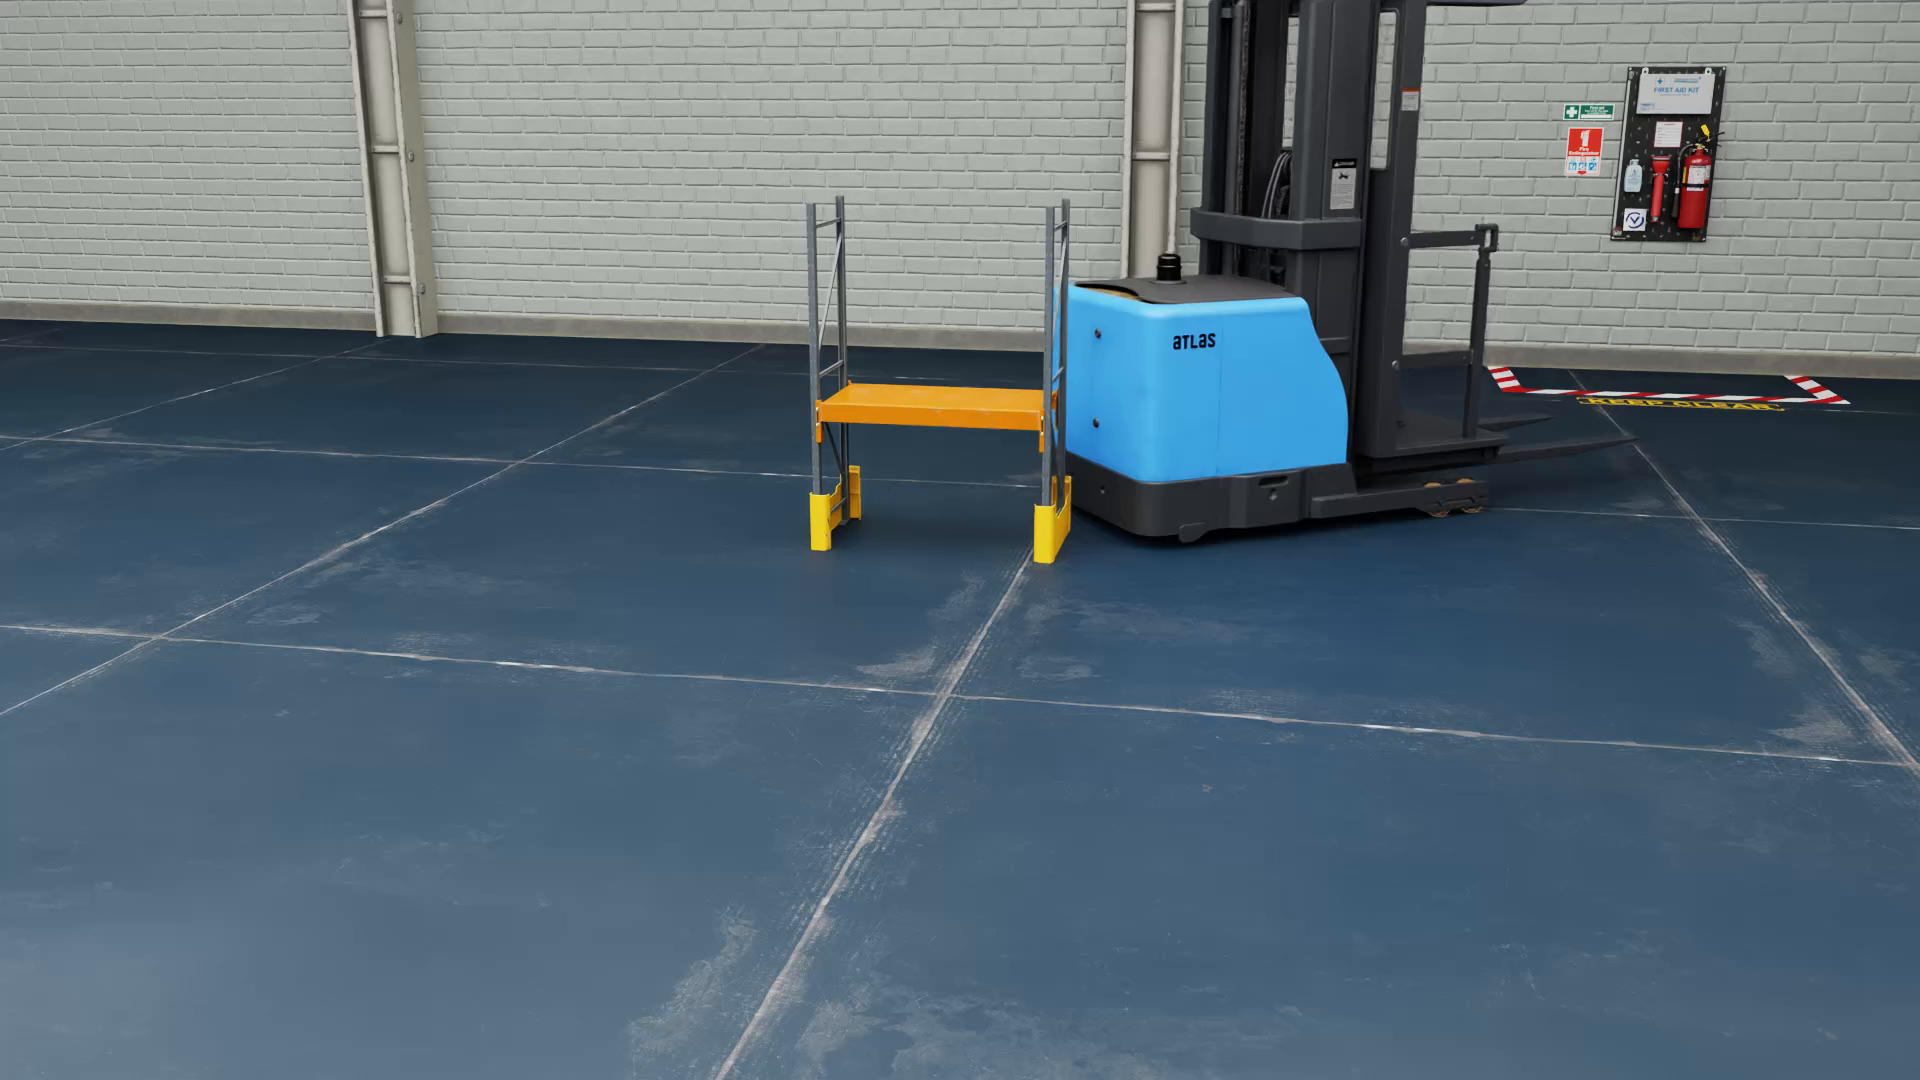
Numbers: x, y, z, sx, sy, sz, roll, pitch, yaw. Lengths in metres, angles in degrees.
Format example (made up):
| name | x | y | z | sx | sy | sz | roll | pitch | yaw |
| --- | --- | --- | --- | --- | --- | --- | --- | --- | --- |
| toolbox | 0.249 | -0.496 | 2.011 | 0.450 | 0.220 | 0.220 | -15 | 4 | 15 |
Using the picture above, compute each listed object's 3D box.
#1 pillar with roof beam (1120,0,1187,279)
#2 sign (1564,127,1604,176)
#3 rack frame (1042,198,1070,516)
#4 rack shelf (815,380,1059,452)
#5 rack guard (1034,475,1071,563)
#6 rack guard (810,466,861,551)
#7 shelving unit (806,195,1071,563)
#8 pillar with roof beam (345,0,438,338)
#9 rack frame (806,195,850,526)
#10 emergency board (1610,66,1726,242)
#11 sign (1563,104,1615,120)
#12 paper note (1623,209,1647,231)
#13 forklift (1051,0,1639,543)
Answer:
| name | x | y | z | sx | sy | sz | roll | pitch | yaw |
| --- | --- | --- | --- | --- | --- | --- | --- | --- | --- |
| pillar with roof beam | 0.531 | -4.567 | 7.123 | 0.400 | 9.000 | 9.100 | 3 | 16 | 11 |
| sign | 4.333 | -2.698 | 11.547 | 0.234 | 0.329 | 0.001 | 3 | 16 | 11 |
| rack frame | 0.415 | -0.700 | 7.211 | 0.032 | 1.500 | 0.500 | 3 | 16 | 11 |
| rack shelf | -0.084 | -0.554 | 7.356 | 1.000 | 0.185 | 0.538 | 3 | 16 | 11 |
| rack guard | 0.413 | -0.098 | 7.378 | 0.087 | 0.250 | 0.587 | 3 | 16 | 11 |
| rack guard | -0.563 | -0.151 | 7.569 | 0.087 | 0.250 | 0.587 | 3 | 16 | 11 |
| shelving unit | -0.075 | -0.727 | 7.306 | 1.083 | 1.500 | 0.587 | 3 | 16 | 11 |
| pillar with roof beam | -5.349 | -4.886 | 8.276 | 0.400 | 9.000 | 9.100 | 3 | 16 | 11 |
| rack frame | -0.582 | -0.754 | 7.406 | 0.032 | 1.500 | 0.500 | 3 | 16 | 11 |
| emergency board | 4.854 | -2.625 | 11.348 | 0.643 | 1.169 | 0.194 | 3 | 16 | 11 |
| sign | 4.336 | -2.951 | 11.467 | 0.331 | 0.109 | 0.001 | 3 | 16 | 11 |
| paper note | 4.695 | -2.228 | 11.565 | 0.142 | 0.148 | 0.016 | 3 | 16 | 11 |
| forklift | 1.972 | -1.639 | 7.919 | 3.031 | 2.935 | 1.130 | -7 | 17 | -23 |
